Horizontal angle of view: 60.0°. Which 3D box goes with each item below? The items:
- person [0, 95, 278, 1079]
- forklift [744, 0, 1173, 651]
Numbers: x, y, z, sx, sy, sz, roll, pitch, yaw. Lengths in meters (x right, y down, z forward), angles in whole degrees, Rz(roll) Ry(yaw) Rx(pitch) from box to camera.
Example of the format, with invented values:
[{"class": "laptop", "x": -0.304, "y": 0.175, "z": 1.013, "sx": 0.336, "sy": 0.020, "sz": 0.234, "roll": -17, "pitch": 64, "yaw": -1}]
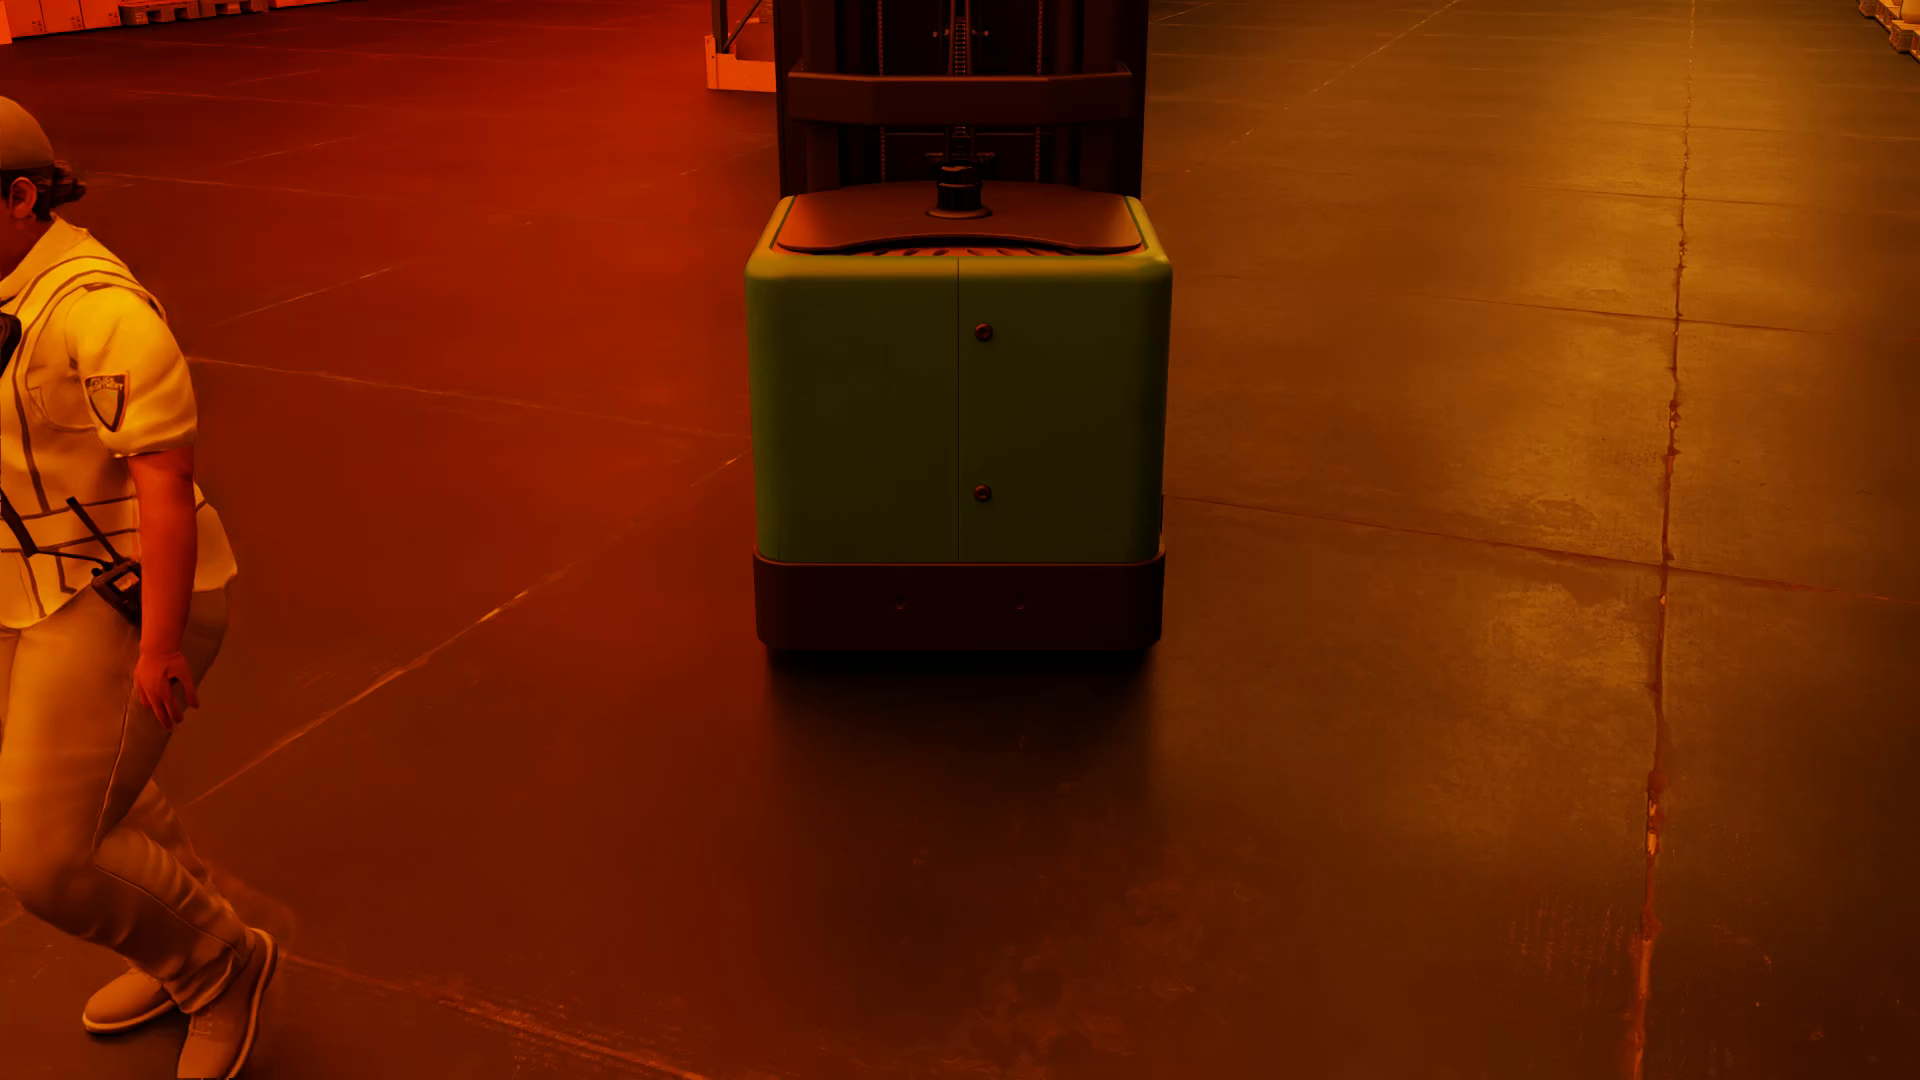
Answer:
[{"class": "person", "x": -1.436, "y": 0.127, "z": 2.679, "sx": 0.592, "sy": 1.659, "sz": 0.490, "roll": 17, "pitch": 28, "yaw": 35}, {"class": "forklift", "x": 0.002, "y": -1.587, "z": 5.089, "sx": 1.130, "sy": 2.935, "sz": 3.031, "roll": 0, "pitch": 23, "yaw": 0}]
